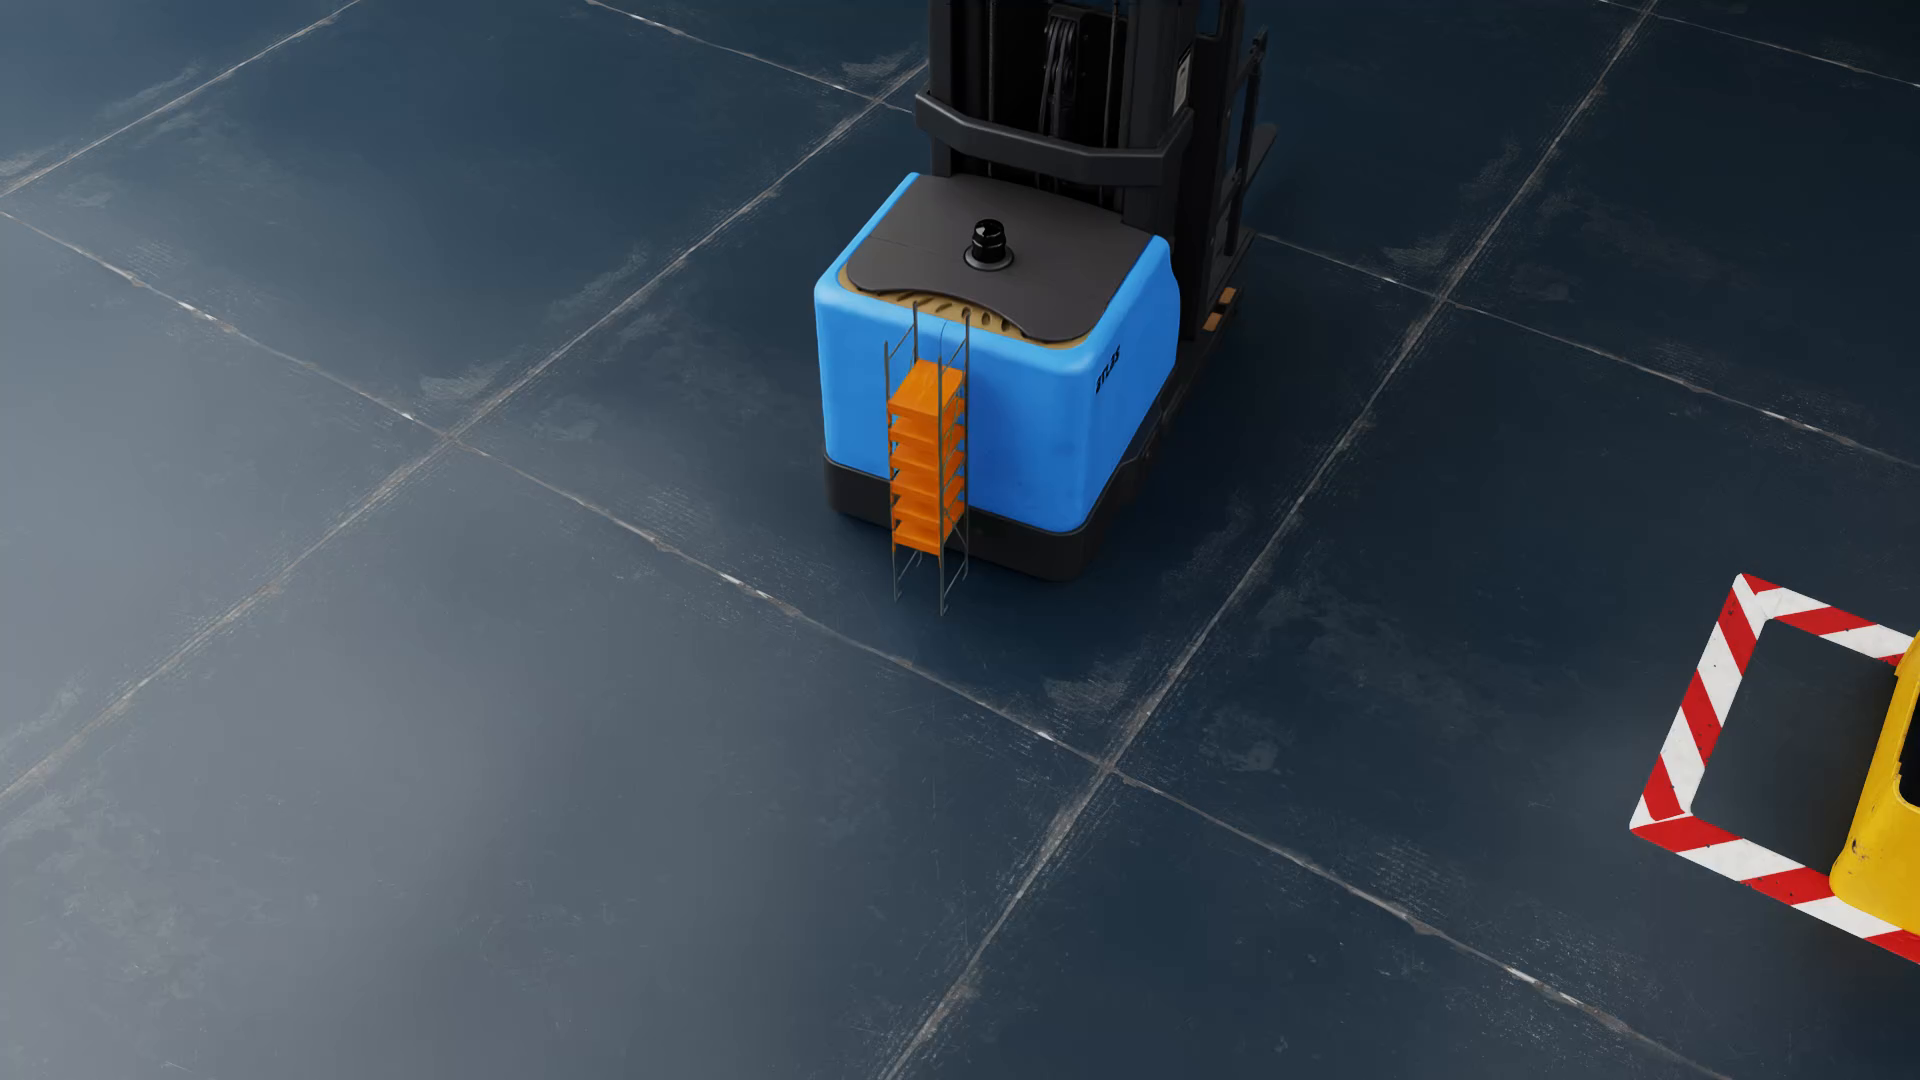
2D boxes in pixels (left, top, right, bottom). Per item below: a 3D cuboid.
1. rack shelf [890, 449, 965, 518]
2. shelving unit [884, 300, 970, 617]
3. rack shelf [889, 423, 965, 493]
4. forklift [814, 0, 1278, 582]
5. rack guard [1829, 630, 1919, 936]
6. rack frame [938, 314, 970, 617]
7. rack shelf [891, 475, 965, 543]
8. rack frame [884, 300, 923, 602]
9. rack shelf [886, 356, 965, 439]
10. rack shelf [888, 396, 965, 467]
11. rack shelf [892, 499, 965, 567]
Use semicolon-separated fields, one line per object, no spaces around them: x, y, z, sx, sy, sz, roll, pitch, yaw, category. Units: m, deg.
-0.104;-0.215;5.684;0.180;0.103;0.258;17;48;16;rack shelf
-0.104;-0.246;5.652;0.189;1.200;0.258;17;48;16;shelving unit
-0.104;-0.298;5.598;0.180;0.103;0.258;17;48;16;rack shelf
0.563;-1.939;6.090;1.130;2.935;3.031;18;49;17;forklift
3.154;0.641;5.279;0.348;0.500;1.175;25;51;22;rack guard
-0.020;-0.220;5.627;0.006;1.200;0.240;17;48;16;rack frame
-0.104;-0.131;5.770;0.180;0.103;0.258;17;48;16;rack shelf
-0.188;-0.272;5.677;0.006;1.200;0.240;17;48;16;rack frame
-0.104;-0.466;5.426;0.180;0.103;0.258;17;48;16;rack shelf
-0.104;-0.382;5.512;0.180;0.103;0.258;17;48;16;rack shelf
-0.104;-0.047;5.856;0.180;0.103;0.258;17;48;16;rack shelf
